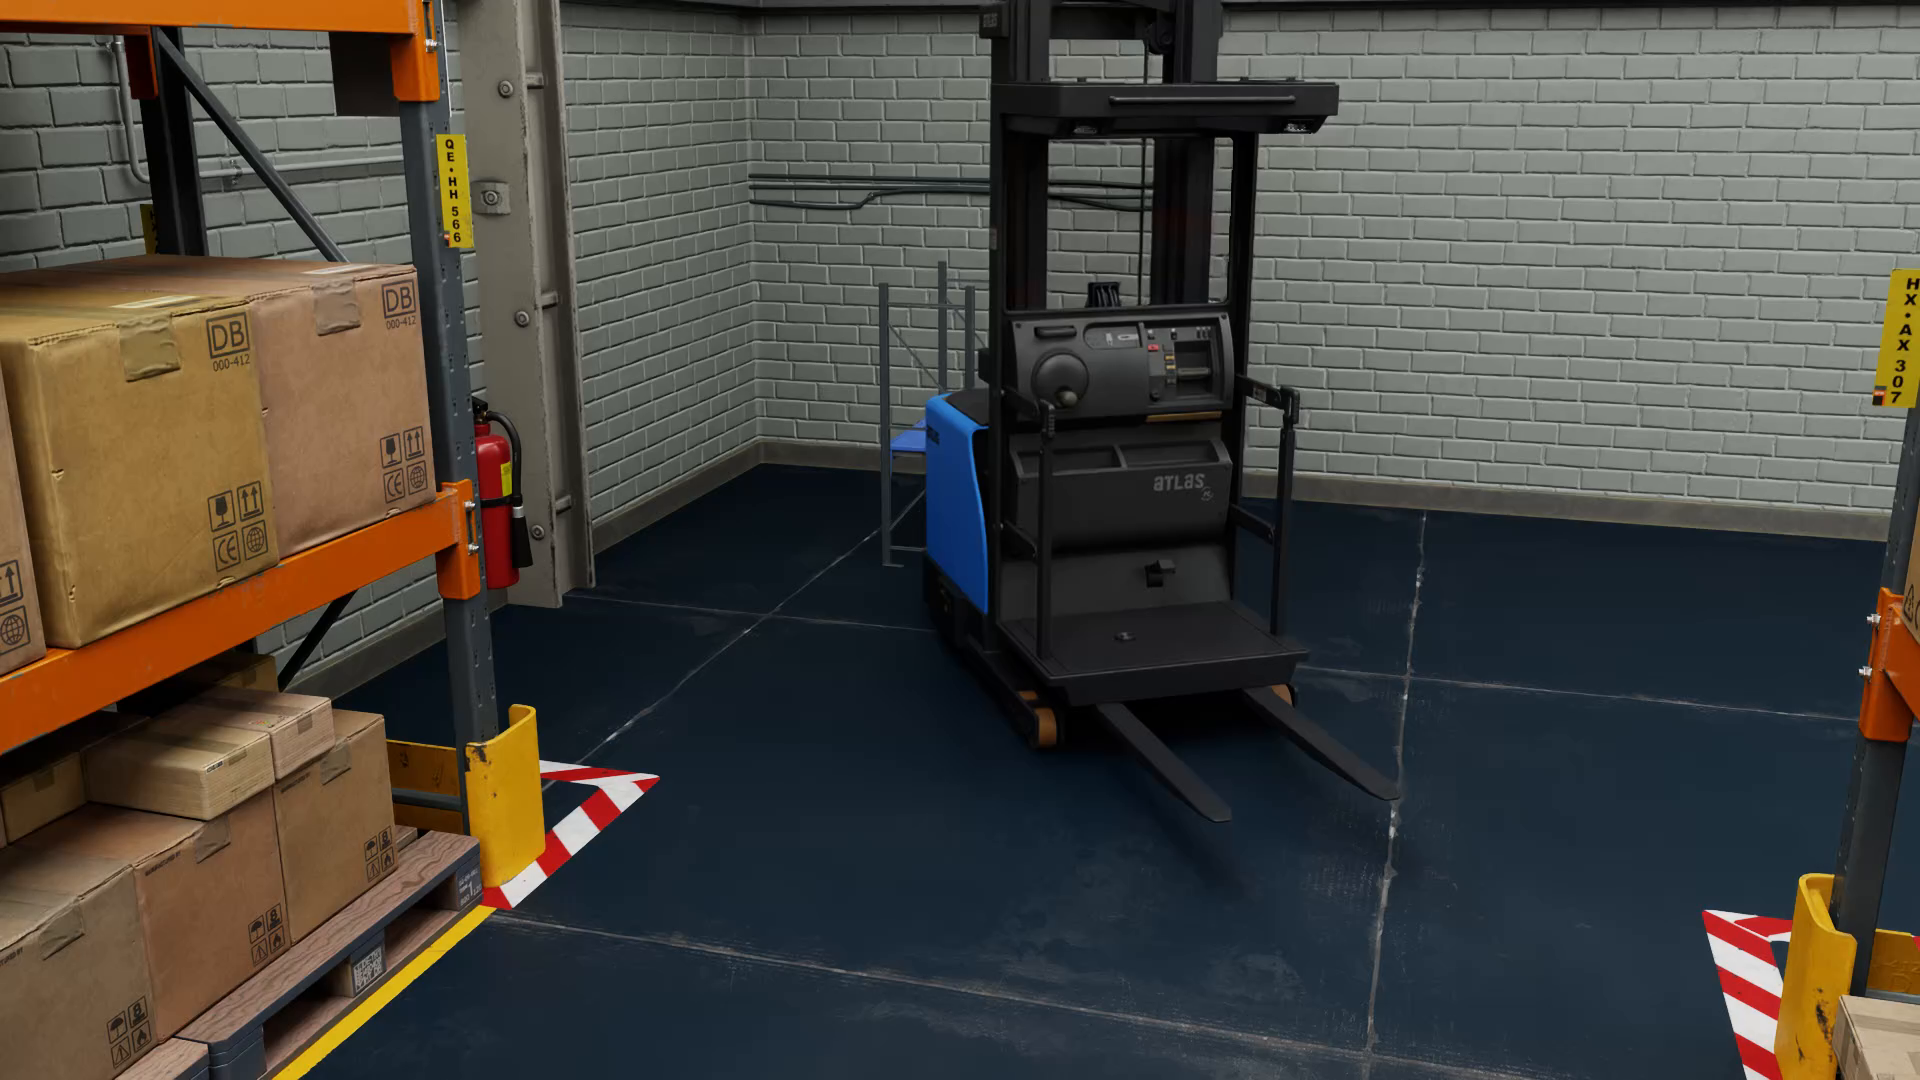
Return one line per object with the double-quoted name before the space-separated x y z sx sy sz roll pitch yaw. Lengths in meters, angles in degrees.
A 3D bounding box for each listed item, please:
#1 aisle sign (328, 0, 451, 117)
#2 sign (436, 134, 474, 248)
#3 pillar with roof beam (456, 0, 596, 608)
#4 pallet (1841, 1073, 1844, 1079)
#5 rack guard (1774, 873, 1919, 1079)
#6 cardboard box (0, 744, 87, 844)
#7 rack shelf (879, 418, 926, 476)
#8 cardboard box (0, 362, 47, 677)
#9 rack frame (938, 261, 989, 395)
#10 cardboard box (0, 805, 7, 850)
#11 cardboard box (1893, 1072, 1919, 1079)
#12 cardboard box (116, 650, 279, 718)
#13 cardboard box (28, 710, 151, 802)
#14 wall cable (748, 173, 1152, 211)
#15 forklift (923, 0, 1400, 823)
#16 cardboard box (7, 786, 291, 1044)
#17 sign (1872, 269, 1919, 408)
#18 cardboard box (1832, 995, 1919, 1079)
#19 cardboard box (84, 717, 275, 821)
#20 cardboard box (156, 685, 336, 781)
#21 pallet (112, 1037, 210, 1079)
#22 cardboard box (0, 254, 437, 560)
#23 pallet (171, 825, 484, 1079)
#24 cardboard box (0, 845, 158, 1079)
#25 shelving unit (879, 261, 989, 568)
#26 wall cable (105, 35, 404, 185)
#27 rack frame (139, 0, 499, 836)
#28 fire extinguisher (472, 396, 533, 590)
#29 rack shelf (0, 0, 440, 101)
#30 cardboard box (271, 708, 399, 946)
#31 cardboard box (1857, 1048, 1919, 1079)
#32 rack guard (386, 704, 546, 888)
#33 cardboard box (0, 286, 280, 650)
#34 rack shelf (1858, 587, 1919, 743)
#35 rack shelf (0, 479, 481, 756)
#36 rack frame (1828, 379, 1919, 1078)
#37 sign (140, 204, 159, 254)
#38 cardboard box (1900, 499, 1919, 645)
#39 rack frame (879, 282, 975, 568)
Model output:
"aisle sign" -1.695 -1.645 4.867 0.394 0.787 0.004 5 16 16
"sign" -1.487 -1.024 4.886 0.100 0.325 0.005 5 16 16
"pillar with roof beam" 2.062 -3.724 5.969 9.100 9.000 0.400 5 16 16
"pallet" 2.500 1.555 3.462 1.003 0.211 1.213 5 16 16
"rack guard" 2.726 1.207 4.158 1.175 0.500 0.348 5 16 16
"cardboard box" -2.477 0.631 4.232 0.380 0.149 0.250 5 17 16
"rack shelf" -0.024 -0.526 9.095 0.538 0.185 1.000 5 16 16
"cardboard box" -2.560 -0.019 3.349 0.980 0.700 0.700 4 16 13
"rack frame" 0.120 -0.832 9.515 0.500 1.500 0.032 5 16 16
"cardboard box" -2.549 0.697 3.997 0.380 0.149 0.250 5 17 17
"cardboard box" 2.179 1.347 3.317 0.500 0.250 0.500 5 16 16
"cardboard box" -2.262 0.432 4.930 0.380 0.149 0.250 5 17 16
"cardboard box" -2.406 0.565 4.463 0.380 0.149 0.250 5 16 16
"wall cable" -0.053 -3.243 9.962 3.097 2.526 0.112 5 16 16
"forklift" 0.721 -0.715 6.479 1.130 2.935 3.031 -4 16 -15
"cardboard box" -2.248 0.924 4.387 0.700 0.500 0.500 5 16 16
"sign" 2.227 -0.474 3.917 0.100 0.325 0.005 5 16 16
"cardboard box" 2.299 1.227 3.924 0.380 0.149 0.250 5 16 16
"cardboard box" -2.040 0.595 4.356 0.380 0.149 0.250 5 17 17
"cardboard box" -1.968 0.528 4.592 0.380 0.149 0.250 4 16 15
"pallet" -2.504 1.476 3.738 1.003 0.211 1.213 5 16 16
"cardboard box" -2.139 -0.409 4.724 0.980 0.700 0.700 5 17 18
"pallet" -2.155 1.158 4.859 1.003 0.211 1.213 5 16 16
"cardboard box" -2.391 1.055 3.923 0.700 0.500 0.500 4 16 14
"shelving unit" -0.024 -0.699 9.046 0.538 1.500 1.048 5 16 16
"wall cable" -2.546 -1.296 6.539 0.084 1.984 1.851 5 16 16
"rack frame" -2.003 -0.399 5.238 1.000 3.000 0.127 5 16 16
"fire extinguisher" -1.518 -0.186 5.312 0.296 0.674 0.183 5 16 16
"rack shelf" -2.572 -0.972 3.082 1.077 0.370 4.000 5 16 16
"cardboard box" -2.106 0.793 4.849 0.700 0.500 0.500 5 16 16
"cardboard box" 2.228 1.284 3.691 0.380 0.166 0.250 5 16 16
"rack guard" -1.996 0.798 5.601 1.175 0.500 0.348 5 16 16
"cardboard box" -2.335 -0.218 4.050 0.980 0.700 0.700 4 16 15
"rack shelf" 2.179 0.854 2.140 1.077 0.370 4.000 5 16 16
"rack shelf" -2.572 0.471 3.491 1.077 0.370 4.000 5 16 16
"rack frame" 2.747 -0.015 3.887 1.000 3.000 0.127 5 16 16
"sign" -2.534 -0.898 5.266 0.100 0.325 0.005 5 16 16
"cardboard box" 2.368 0.032 3.536 0.500 0.500 0.500 5 17 17
"rack frame" -0.169 -0.566 8.577 0.500 1.500 0.032 5 16 16
